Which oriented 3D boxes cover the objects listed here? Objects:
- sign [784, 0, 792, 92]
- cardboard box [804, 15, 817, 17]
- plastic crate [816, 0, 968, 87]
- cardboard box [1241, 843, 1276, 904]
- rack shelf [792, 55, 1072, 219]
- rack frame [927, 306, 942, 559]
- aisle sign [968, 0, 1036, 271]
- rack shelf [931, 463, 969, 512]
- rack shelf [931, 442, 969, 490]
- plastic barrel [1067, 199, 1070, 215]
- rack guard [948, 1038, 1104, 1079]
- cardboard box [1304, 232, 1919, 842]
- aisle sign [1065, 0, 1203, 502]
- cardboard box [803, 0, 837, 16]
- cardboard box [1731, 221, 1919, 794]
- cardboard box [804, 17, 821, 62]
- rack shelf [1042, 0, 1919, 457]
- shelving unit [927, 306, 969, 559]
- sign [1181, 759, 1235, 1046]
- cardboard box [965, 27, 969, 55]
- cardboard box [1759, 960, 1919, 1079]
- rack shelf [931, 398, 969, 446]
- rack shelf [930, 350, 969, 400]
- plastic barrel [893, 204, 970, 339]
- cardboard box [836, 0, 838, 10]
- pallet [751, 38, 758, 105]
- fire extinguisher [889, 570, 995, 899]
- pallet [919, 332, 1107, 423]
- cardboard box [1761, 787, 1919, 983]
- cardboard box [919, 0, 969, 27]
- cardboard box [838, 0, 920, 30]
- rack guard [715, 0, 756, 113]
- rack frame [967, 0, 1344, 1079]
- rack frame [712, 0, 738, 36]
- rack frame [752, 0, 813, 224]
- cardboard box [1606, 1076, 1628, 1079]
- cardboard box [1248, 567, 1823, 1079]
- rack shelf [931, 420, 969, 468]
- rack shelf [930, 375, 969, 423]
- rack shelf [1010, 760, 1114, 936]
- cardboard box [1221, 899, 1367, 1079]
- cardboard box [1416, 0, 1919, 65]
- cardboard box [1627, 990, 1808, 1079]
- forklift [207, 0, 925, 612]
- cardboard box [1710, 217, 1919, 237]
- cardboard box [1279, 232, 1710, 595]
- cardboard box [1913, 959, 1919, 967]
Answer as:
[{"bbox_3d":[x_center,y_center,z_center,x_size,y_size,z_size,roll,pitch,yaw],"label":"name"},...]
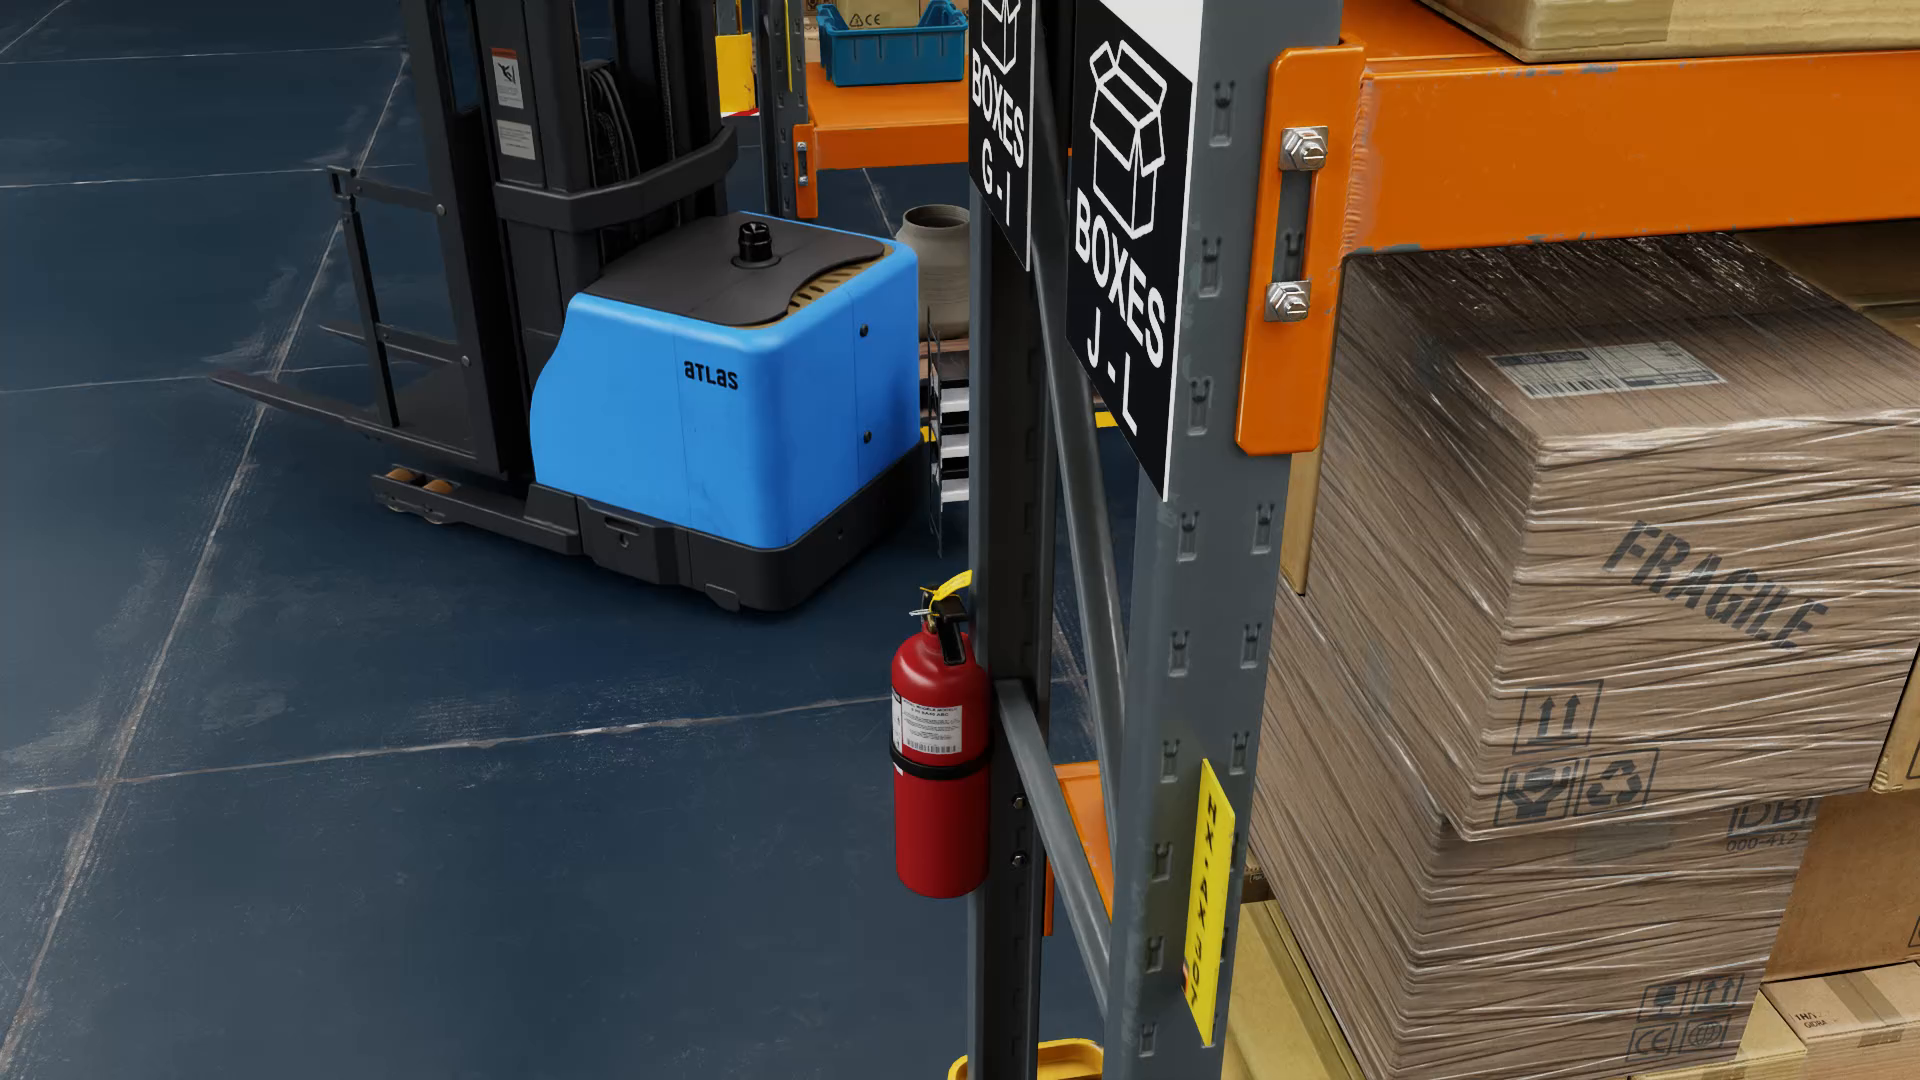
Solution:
[{"bbox_3d":[-0.633,-1.822,6.117,0.005,0.325,0.100,-5,31,-9],"label":"sign"},{"bbox_3d":[-1.142,-3.640,11.779,0.500,0.250,0.500,-5,31,-9],"label":"cardboard box"},{"bbox_3d":[-0.289,-2.108,7.023,0.616,0.251,0.499,-5,31,-9],"label":"plastic crate"},{"bbox_3d":[0.407,0.471,2.737,0.250,0.149,0.380,-5,31,-9],"label":"cardboard box"},{"bbox_3d":[1.239,-1.850,7.147,4.000,0.370,1.077,-5,31,-9],"label":"rack shelf"},{"bbox_3d":[-0.092,-0.379,6.007,0.006,0.900,0.240,-5,31,-9],"label":"rack frame"},{"bbox_3d":[0.049,-0.773,2.040,0.004,0.787,0.394,-5,31,-9],"label":"aisle sign"},{"bbox_3d":[0.008,-0.205,6.131,0.200,0.077,0.258,-5,31,-9],"label":"rack shelf"},{"bbox_3d":[0.008,-0.282,6.086,0.200,0.077,0.258,-5,31,-9],"label":"rack shelf"},{"bbox_3d":[0.399,-1.230,7.423,0.421,0.512,0.421,0,30,0],"label":"plastic barrel"},{"bbox_3d":[0.239,1.562,3.100,0.348,0.500,1.175,-5,31,-9],"label":"rack guard"},{"bbox_3d":[0.754,-0.025,1.954,0.500,0.500,0.500,-5,31,-9],"label":"cardboard box"},{"bbox_3d":[0.157,-0.474,1.531,0.004,0.787,0.394,-5,31,-9],"label":"aisle sign"},{"bbox_3d":[-1.142,-3.964,11.591,0.500,0.500,0.500,-5,31,-9],"label":"cardboard box"},{"bbox_3d":[1.247,-0.067,2.026,0.500,0.500,0.500,-5,31,-9],"label":"cardboard box"},{"bbox_3d":[-1.049,-3.381,11.340,0.500,0.250,0.500,-5,31,-9],"label":"cardboard box"},{"bbox_3d":[2.132,-0.674,2.187,4.000,0.370,1.077,-5,31,-9],"label":"rack shelf"},{"bbox_3d":[0.008,-0.389,6.023,0.210,0.900,0.258,-5,31,-9],"label":"shelving unit"},{"bbox_3d":[0.262,0.389,1.775,0.005,0.325,0.100,-5,31,-9],"label":"sign"},{"bbox_3d":[-0.066,-3.474,11.498,0.500,0.250,0.500,-5,31,-9],"label":"cardboard box"},{"bbox_3d":[1.228,0.631,2.465,0.250,0.149,0.380,-5,31,-9],"label":"cardboard box"},{"bbox_3d":[0.008,-0.437,5.994,0.200,0.077,0.258,-5,31,-9],"label":"rack shelf"},{"bbox_3d":[0.008,-0.593,5.903,0.200,0.077,0.258,-5,31,-9],"label":"rack shelf"},{"bbox_3d":[-0.094,-1.184,7.345,0.421,0.512,0.421,0,30,0],"label":"plastic barrel"},{"bbox_3d":[-0.652,-3.691,11.867,0.500,0.250,0.500,-5,31,-9],"label":"cardboard box"},{"bbox_3d":[-0.872,-3.336,11.716,1.213,0.211,1.003,-5,31,-9],"label":"pallet"},{"bbox_3d":[-0.031,0.306,2.847,0.183,0.674,0.296,-5,31,-9],"label":"fire extinguisher"},{"bbox_3d":[0.138,-0.878,7.534,1.213,0.211,1.003,-5,31,-9],"label":"pallet"},{"bbox_3d":[1.180,0.178,2.595,0.500,0.500,0.875,-5,31,-9],"label":"cardboard box"},{"bbox_3d":[-0.068,-3.803,11.318,0.500,0.500,0.500,-5,31,-9],"label":"cardboard box"},{"bbox_3d":[-0.557,-3.751,11.229,0.500,0.500,0.500,-5,31,-9],"label":"cardboard box"},{"bbox_3d":[-1.640,-3.368,11.485,0.348,0.500,1.175,-5,31,-9],"label":"rack guard"},{"bbox_3d":[0.165,0.493,2.452,0.053,2.616,0.949,-5,31,-9],"label":"rack frame"},{"bbox_3d":[-1.616,-4.448,10.855,0.127,3.000,1.000,-5,31,-9],"label":"rack frame"},{"bbox_3d":[-0.728,-1.978,6.654,0.127,3.000,1.000,-5,31,-9],"label":"rack frame"},{"bbox_3d":[0.737,0.680,2.383,0.250,0.149,0.380,-5,31,-9],"label":"cardboard box"},{"bbox_3d":[0.710,0.284,2.416,0.500,0.500,0.875,-5,31,-9],"label":"cardboard box"},{"bbox_3d":[0.008,-0.360,6.040,0.200,0.077,0.258,-5,31,-9],"label":"rack shelf"},{"bbox_3d":[0.008,-0.515,5.949,0.200,0.077,0.258,-5,31,-9],"label":"rack shelf"},{"bbox_3d":[2.132,0.619,2.947,4.000,0.370,1.077,-5,31,-9],"label":"rack shelf"},{"bbox_3d":[0.488,0.693,2.360,0.250,0.149,0.380,-5,31,-9],"label":"cardboard box"},{"bbox_3d":[0.685,-0.652,1.588,0.500,0.250,0.500,-4,31,-7],"label":"cardboard box"},{"bbox_3d":[0.986,0.664,2.409,0.250,0.149,0.380,-5,31,-9],"label":"cardboard box"},{"bbox_3d":[-1.676,-1.540,5.978,3.031,2.935,1.130,16,34,25],"label":"forklift"},{"bbox_3d":[1.152,-0.333,2.478,0.500,0.500,0.500,-5,31,-9],"label":"cardboard box"},{"bbox_3d":[0.661,-0.284,2.395,0.500,0.500,0.500,-5,31,-9],"label":"cardboard box"},{"bbox_3d":[1.475,0.612,2.498,0.250,0.149,0.380,-5,31,-9],"label":"cardboard box"}]
